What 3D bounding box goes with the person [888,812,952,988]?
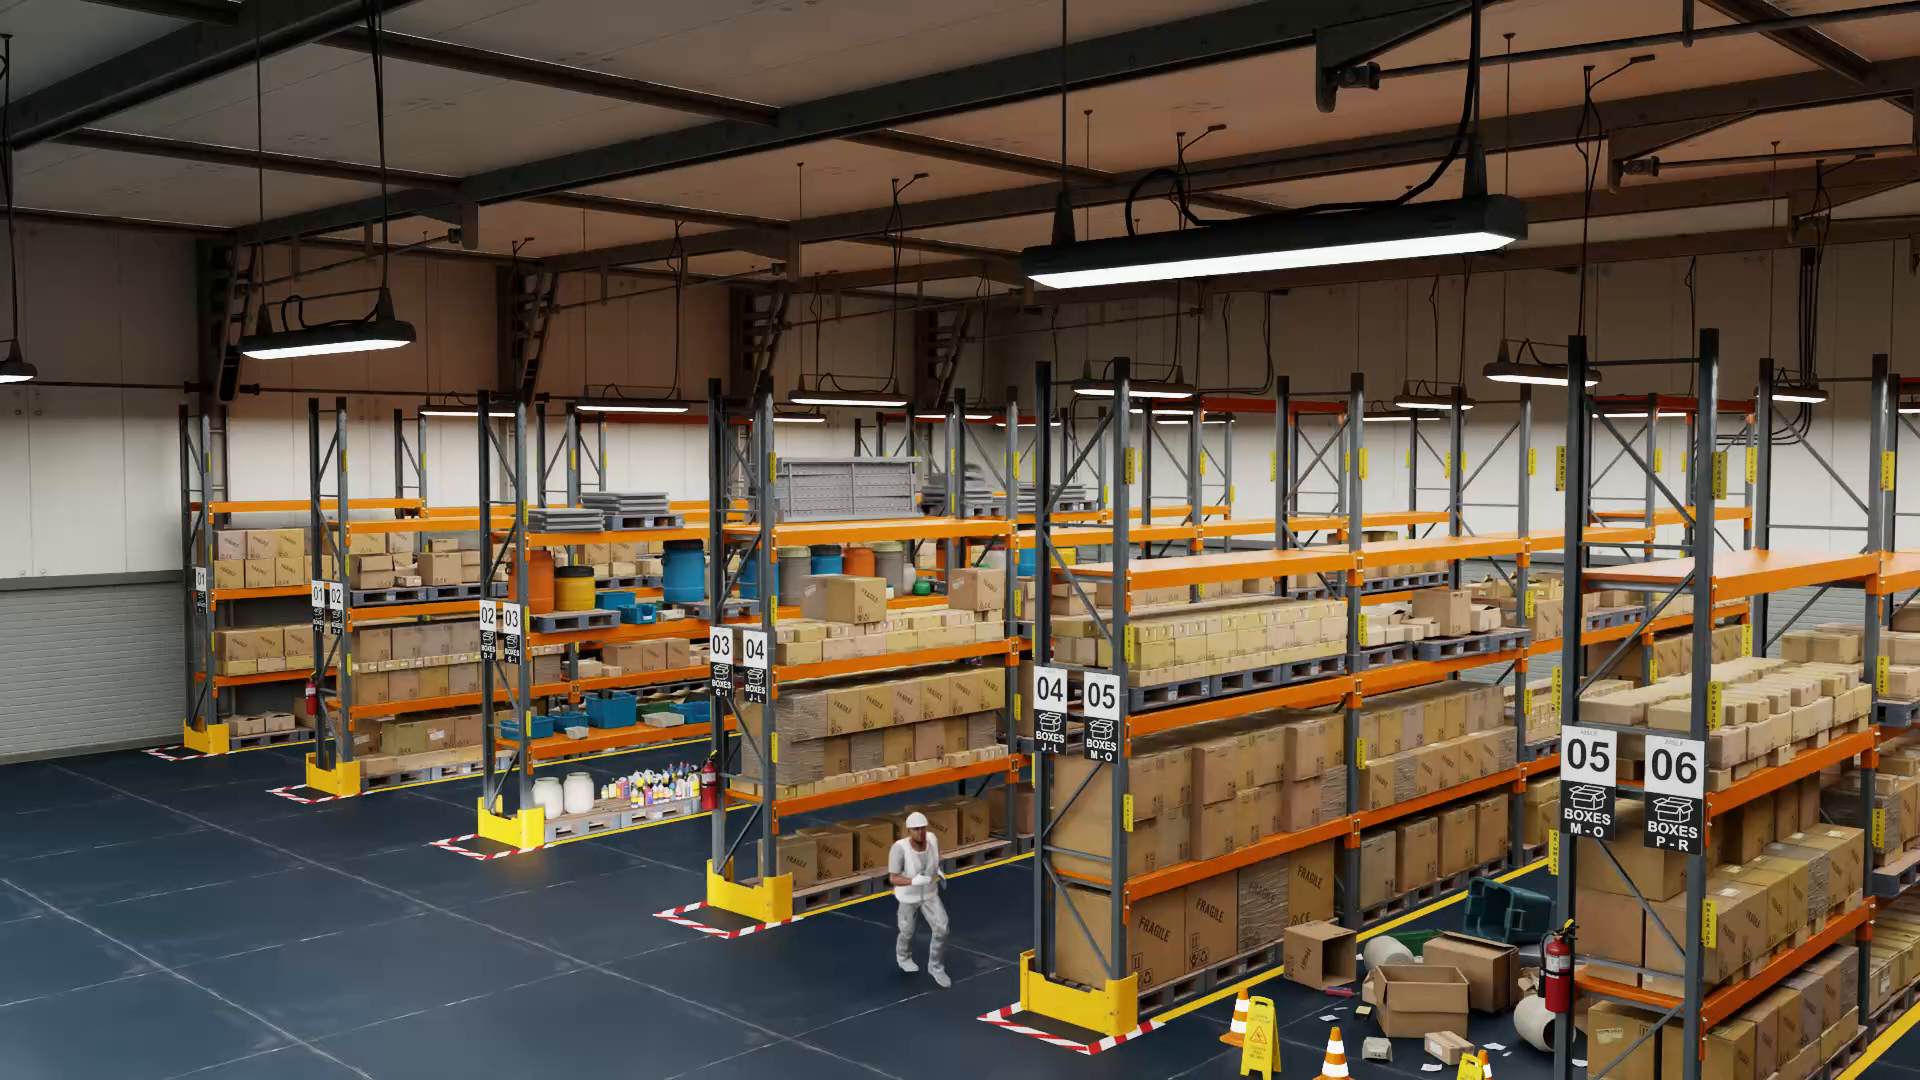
[{"bbox_3d":[-0.414,3.447,16.066,0.682,1.717,0.936,-1,3,-22],"label":"person"}]
